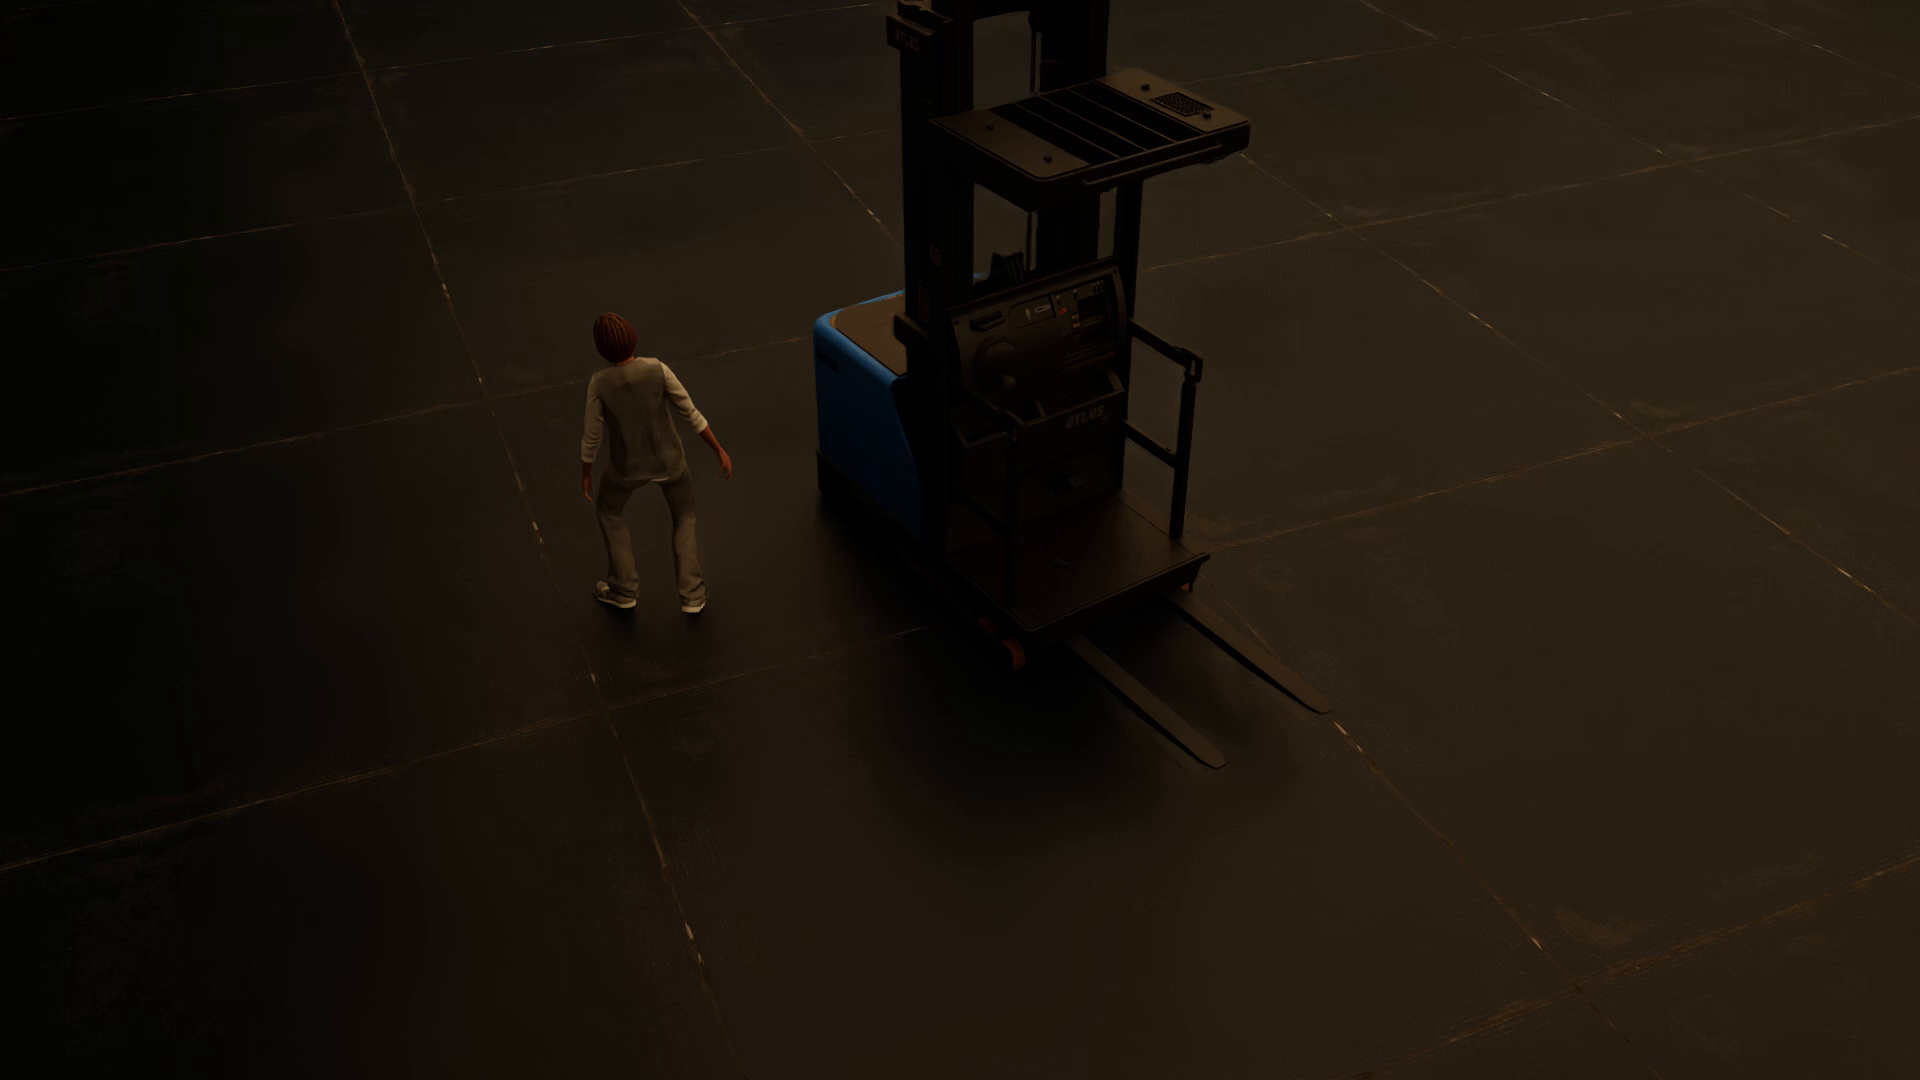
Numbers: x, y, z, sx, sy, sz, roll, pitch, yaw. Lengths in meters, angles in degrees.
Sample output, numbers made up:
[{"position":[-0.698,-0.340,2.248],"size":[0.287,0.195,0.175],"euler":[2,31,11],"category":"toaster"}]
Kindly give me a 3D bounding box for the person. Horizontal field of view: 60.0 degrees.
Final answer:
[{"position":[-1.440,-0.324,7.792],"size":[0.732,1.552,0.438],"euler":[-5,36,-7],"category":"person"}]

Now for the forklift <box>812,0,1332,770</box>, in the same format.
[{"position":[0.486,-0.894,7.356],"size":[1.130,2.935,3.031],"euler":[-22,41,-27],"category":"forklift"}]
